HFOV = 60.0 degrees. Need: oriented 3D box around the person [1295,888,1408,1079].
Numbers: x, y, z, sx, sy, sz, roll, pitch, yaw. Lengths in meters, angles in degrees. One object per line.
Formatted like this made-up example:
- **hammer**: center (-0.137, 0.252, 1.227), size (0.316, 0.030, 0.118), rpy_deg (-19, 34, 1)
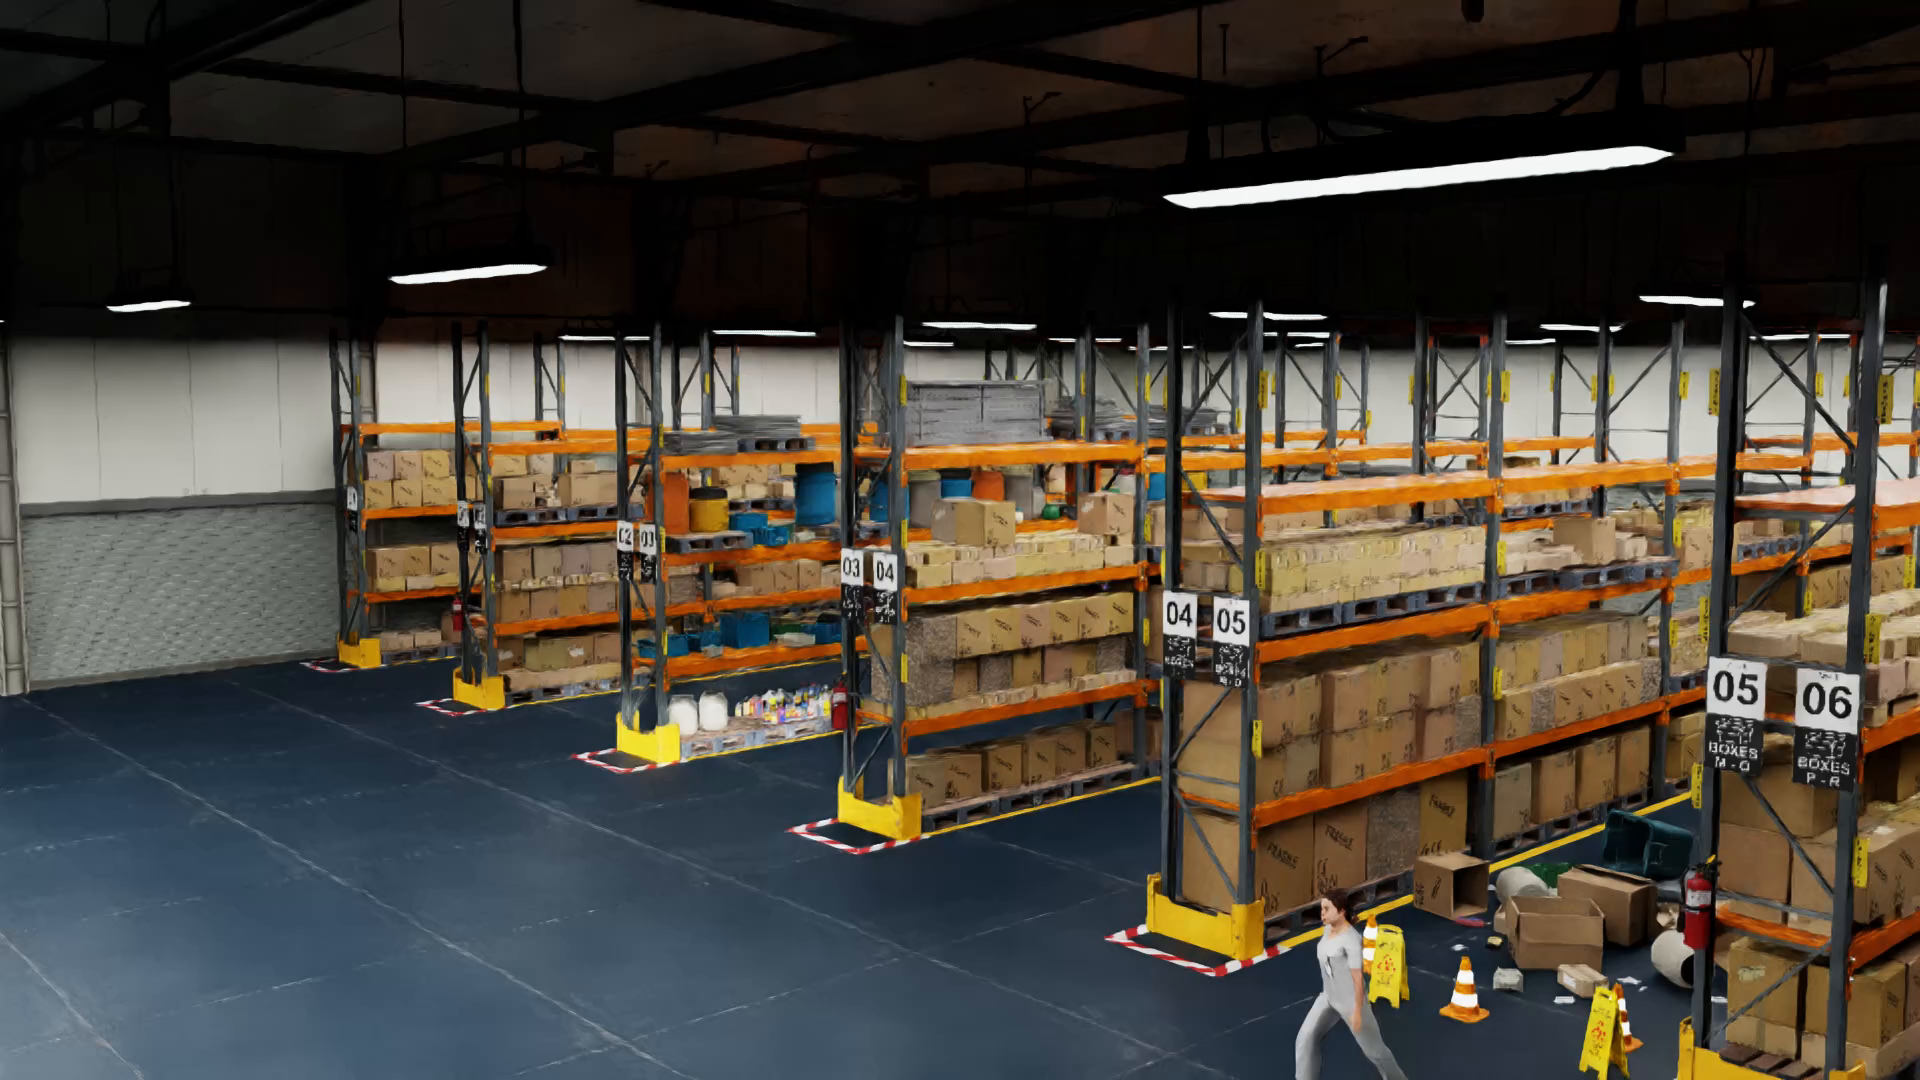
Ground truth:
- **person**: center (2.724, 3.218, 11.622), size (0.954, 1.611, 0.486), rpy_deg (-2, 6, -21)
